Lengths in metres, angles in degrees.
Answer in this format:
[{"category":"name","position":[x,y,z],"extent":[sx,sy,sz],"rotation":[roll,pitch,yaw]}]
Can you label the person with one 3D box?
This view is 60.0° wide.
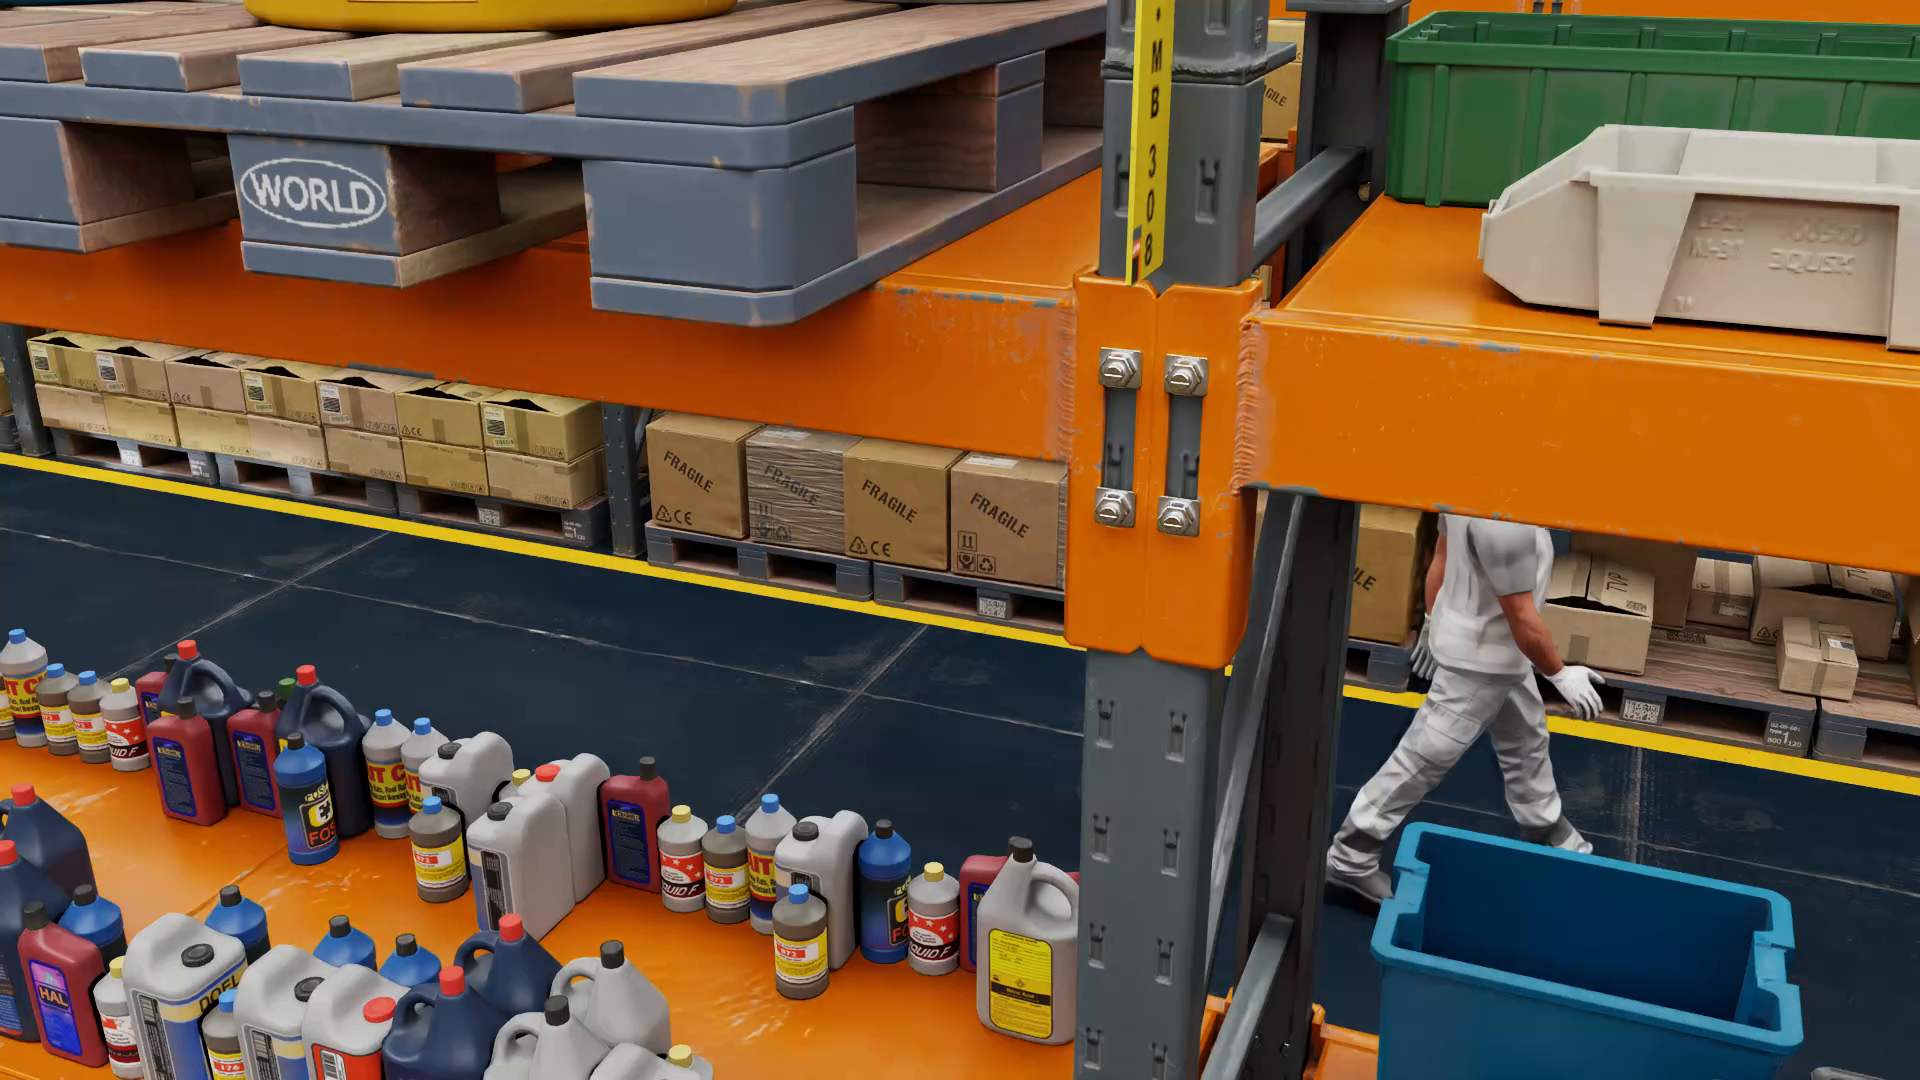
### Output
[{"category":"person","position":[1.705,0.357,5.124],"extent":[1.010,1.733,0.522],"rotation":[5,23,12]}]
